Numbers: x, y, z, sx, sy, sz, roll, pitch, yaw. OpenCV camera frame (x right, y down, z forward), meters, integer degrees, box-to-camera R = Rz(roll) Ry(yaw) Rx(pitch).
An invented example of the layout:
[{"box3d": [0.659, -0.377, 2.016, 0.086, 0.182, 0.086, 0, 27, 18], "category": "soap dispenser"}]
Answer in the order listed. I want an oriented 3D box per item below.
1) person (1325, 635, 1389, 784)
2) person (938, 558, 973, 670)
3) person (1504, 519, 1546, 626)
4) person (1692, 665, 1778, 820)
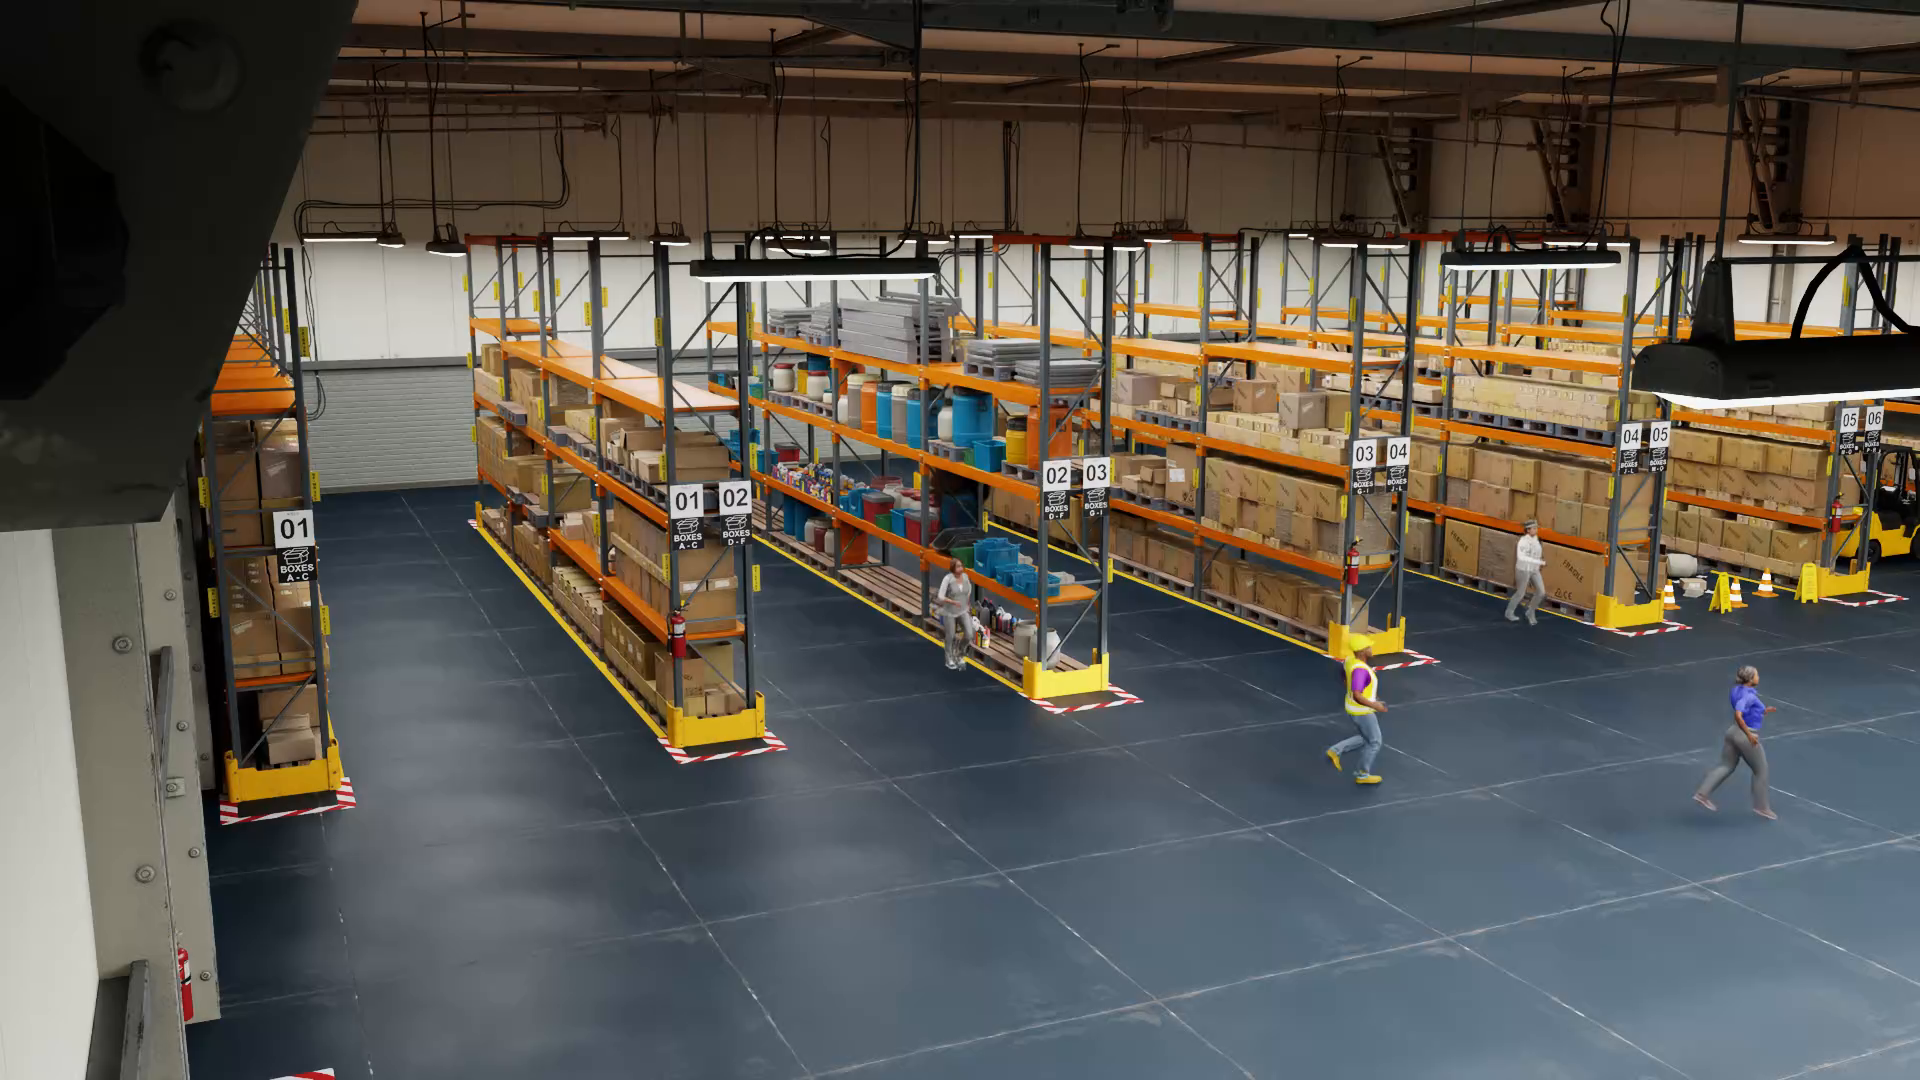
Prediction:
[{"box3d": [4.482, 1.913, 18.761, 0.625, 1.716, 0.700, 0, 11, 2], "category": "person"}, {"box3d": [-0.035, 1.001, 22.325, 0.559, 1.573, 0.653, -5, 12, -24], "category": "person"}, {"box3d": [8.938, 0.512, 26.119, 0.637, 1.737, 0.699, -7, 13, -33], "category": "person"}, {"box3d": [8.292, 2.152, 17.640, 0.885, 1.669, 0.562, -1, 11, -5], "category": "person"}]
